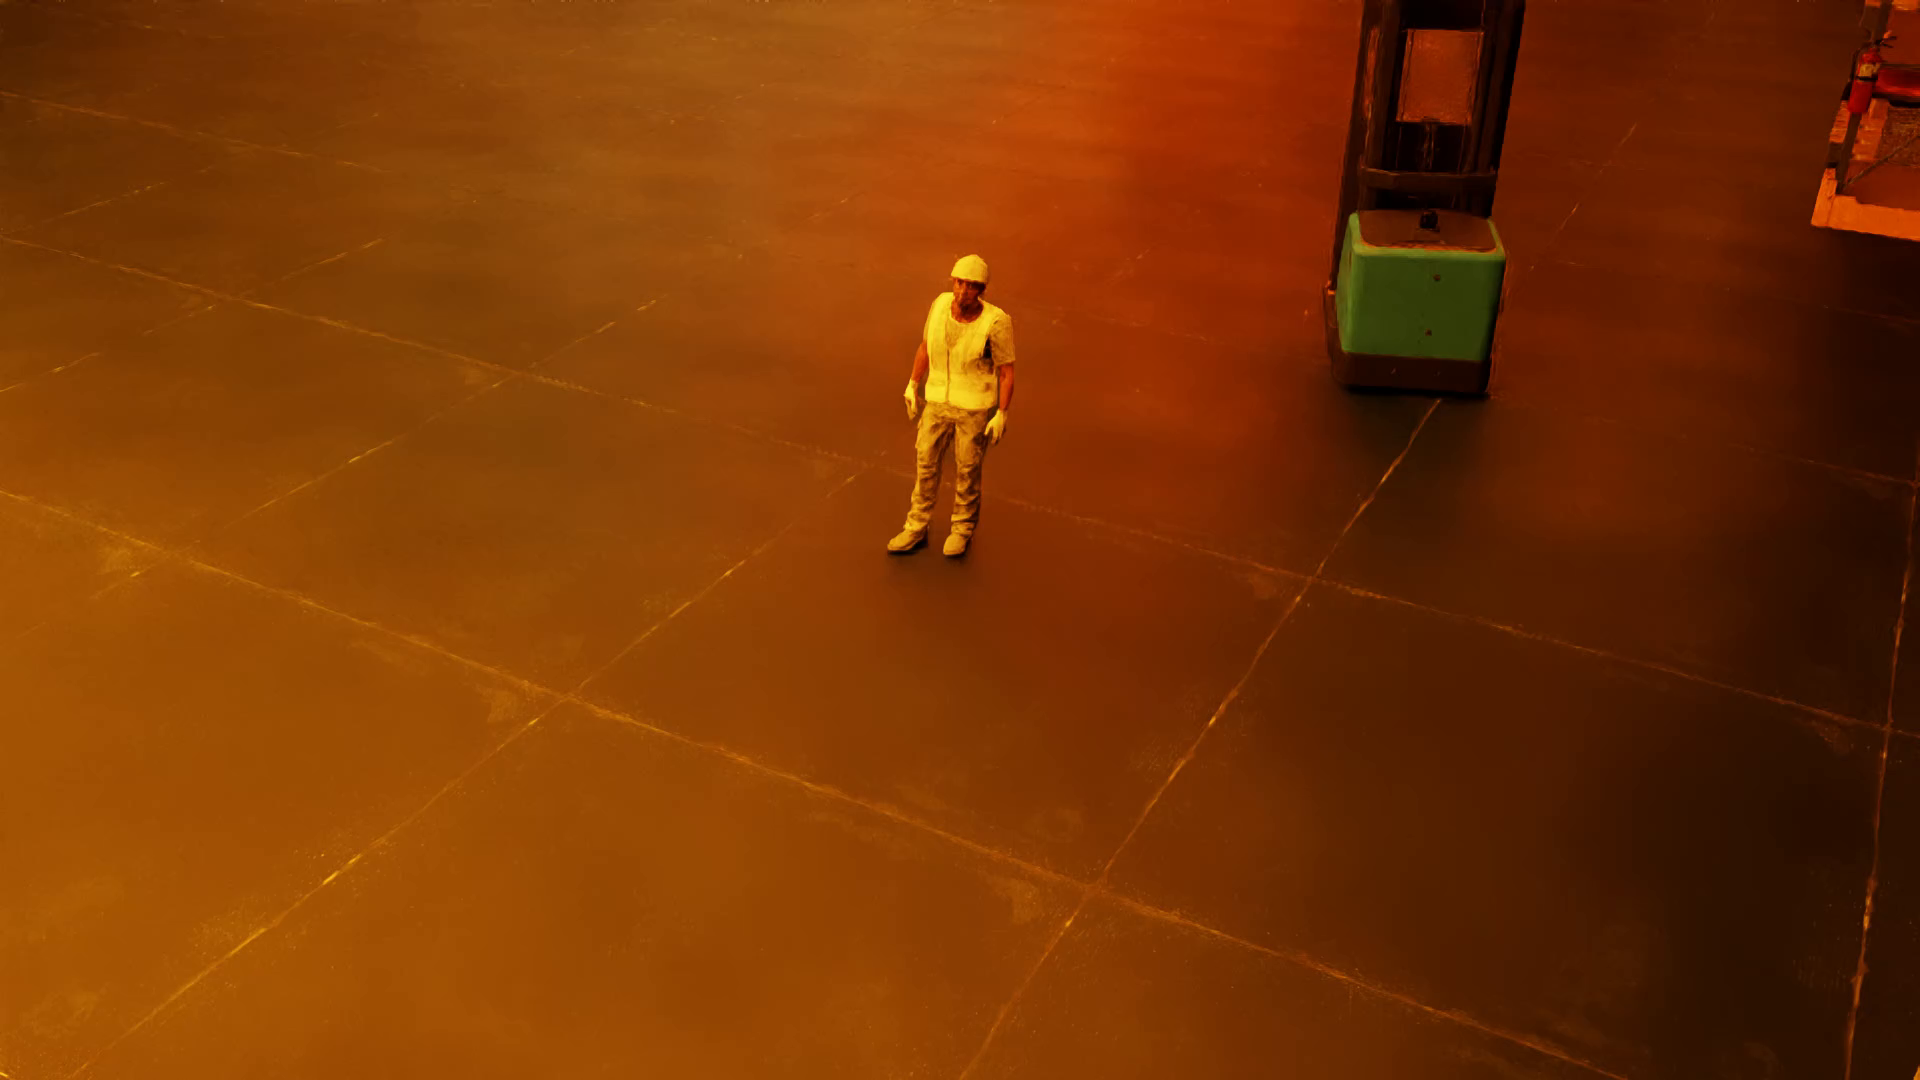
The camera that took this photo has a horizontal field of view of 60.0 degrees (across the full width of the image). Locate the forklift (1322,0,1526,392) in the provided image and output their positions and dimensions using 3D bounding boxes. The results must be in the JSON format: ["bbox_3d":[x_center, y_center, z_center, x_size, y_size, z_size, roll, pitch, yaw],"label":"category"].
[{"bbox_3d":[3.415,-3.020,12.304,1.130,2.935,3.031,4,30,8],"label":"forklift"}]

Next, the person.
[{"bbox_3d":[-0.042,-0.749,9.502,0.655,1.782,0.576,15,33,25],"label":"person"}]
